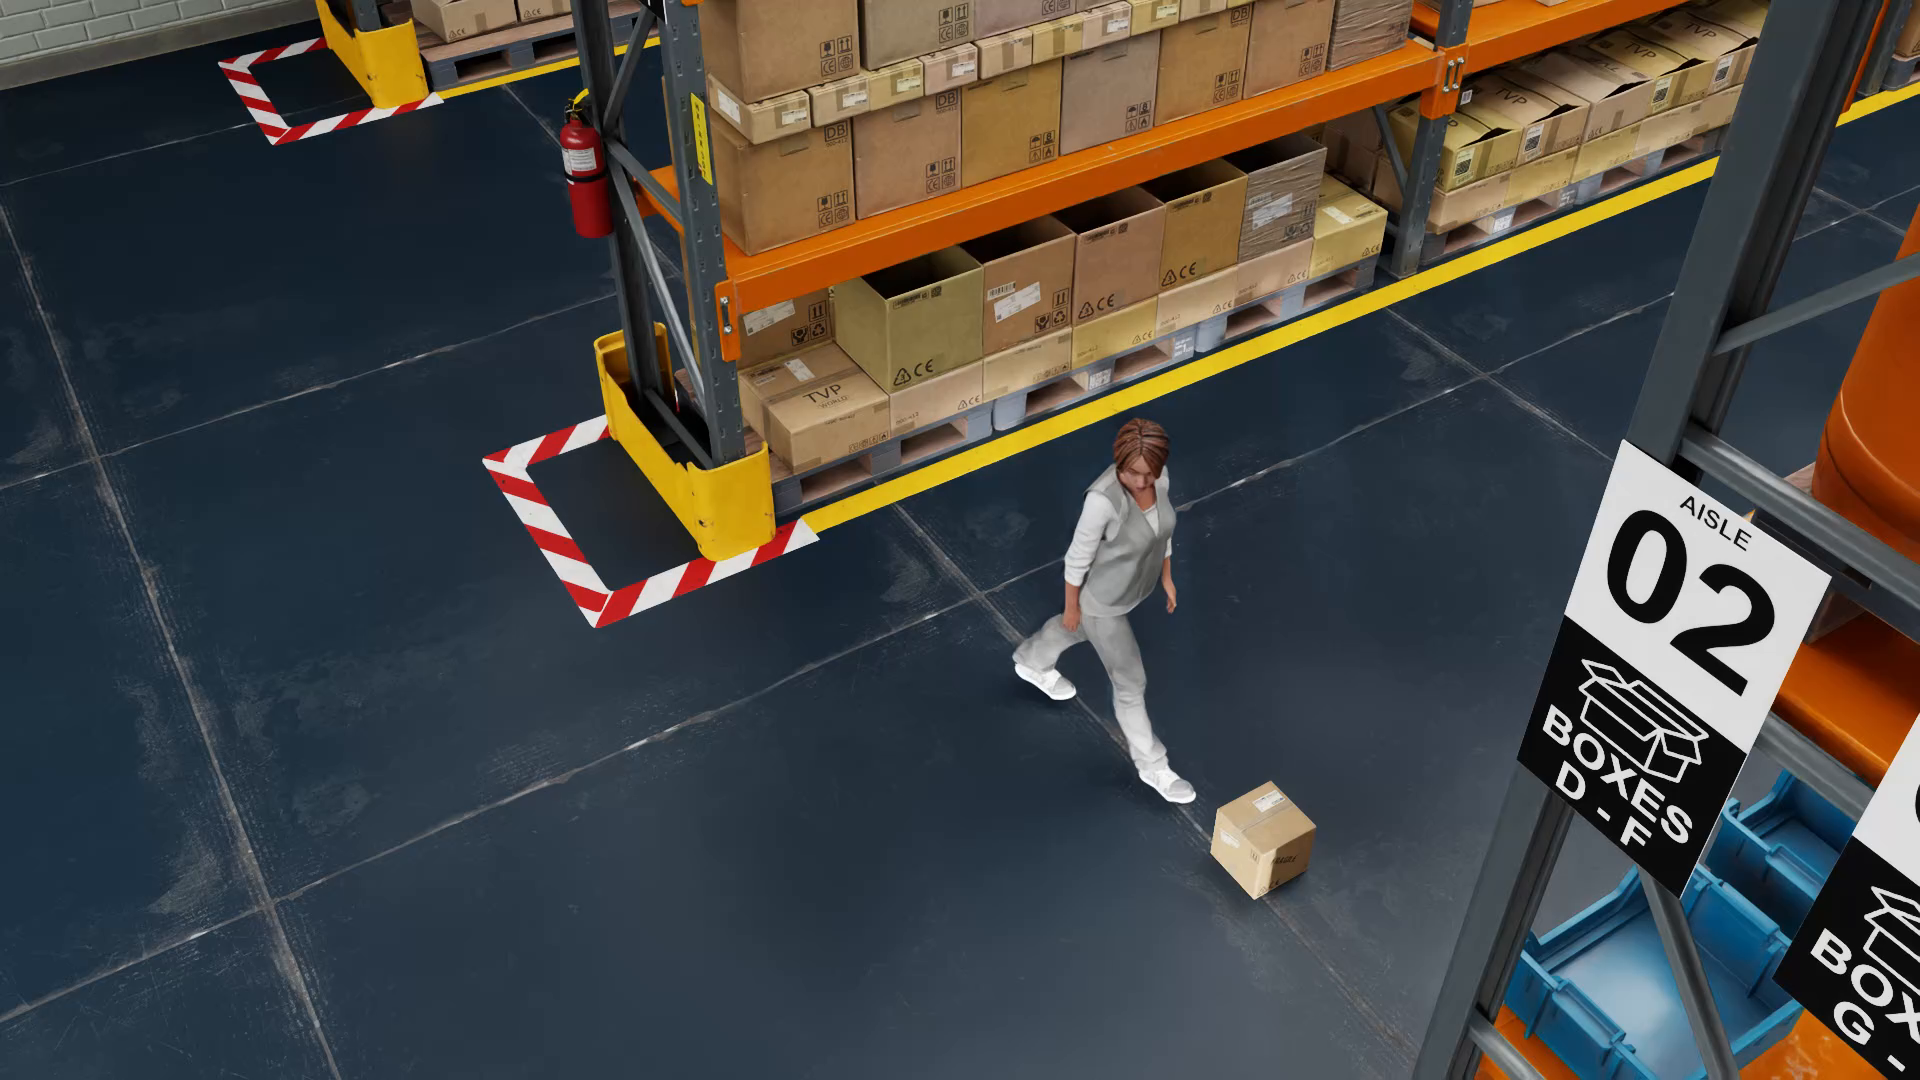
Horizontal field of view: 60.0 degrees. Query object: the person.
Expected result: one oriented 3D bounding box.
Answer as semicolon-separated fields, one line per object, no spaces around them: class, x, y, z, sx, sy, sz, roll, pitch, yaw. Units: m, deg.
person;0.565;0.181;5.961;0.933;1.530;0.425;27;48;27
